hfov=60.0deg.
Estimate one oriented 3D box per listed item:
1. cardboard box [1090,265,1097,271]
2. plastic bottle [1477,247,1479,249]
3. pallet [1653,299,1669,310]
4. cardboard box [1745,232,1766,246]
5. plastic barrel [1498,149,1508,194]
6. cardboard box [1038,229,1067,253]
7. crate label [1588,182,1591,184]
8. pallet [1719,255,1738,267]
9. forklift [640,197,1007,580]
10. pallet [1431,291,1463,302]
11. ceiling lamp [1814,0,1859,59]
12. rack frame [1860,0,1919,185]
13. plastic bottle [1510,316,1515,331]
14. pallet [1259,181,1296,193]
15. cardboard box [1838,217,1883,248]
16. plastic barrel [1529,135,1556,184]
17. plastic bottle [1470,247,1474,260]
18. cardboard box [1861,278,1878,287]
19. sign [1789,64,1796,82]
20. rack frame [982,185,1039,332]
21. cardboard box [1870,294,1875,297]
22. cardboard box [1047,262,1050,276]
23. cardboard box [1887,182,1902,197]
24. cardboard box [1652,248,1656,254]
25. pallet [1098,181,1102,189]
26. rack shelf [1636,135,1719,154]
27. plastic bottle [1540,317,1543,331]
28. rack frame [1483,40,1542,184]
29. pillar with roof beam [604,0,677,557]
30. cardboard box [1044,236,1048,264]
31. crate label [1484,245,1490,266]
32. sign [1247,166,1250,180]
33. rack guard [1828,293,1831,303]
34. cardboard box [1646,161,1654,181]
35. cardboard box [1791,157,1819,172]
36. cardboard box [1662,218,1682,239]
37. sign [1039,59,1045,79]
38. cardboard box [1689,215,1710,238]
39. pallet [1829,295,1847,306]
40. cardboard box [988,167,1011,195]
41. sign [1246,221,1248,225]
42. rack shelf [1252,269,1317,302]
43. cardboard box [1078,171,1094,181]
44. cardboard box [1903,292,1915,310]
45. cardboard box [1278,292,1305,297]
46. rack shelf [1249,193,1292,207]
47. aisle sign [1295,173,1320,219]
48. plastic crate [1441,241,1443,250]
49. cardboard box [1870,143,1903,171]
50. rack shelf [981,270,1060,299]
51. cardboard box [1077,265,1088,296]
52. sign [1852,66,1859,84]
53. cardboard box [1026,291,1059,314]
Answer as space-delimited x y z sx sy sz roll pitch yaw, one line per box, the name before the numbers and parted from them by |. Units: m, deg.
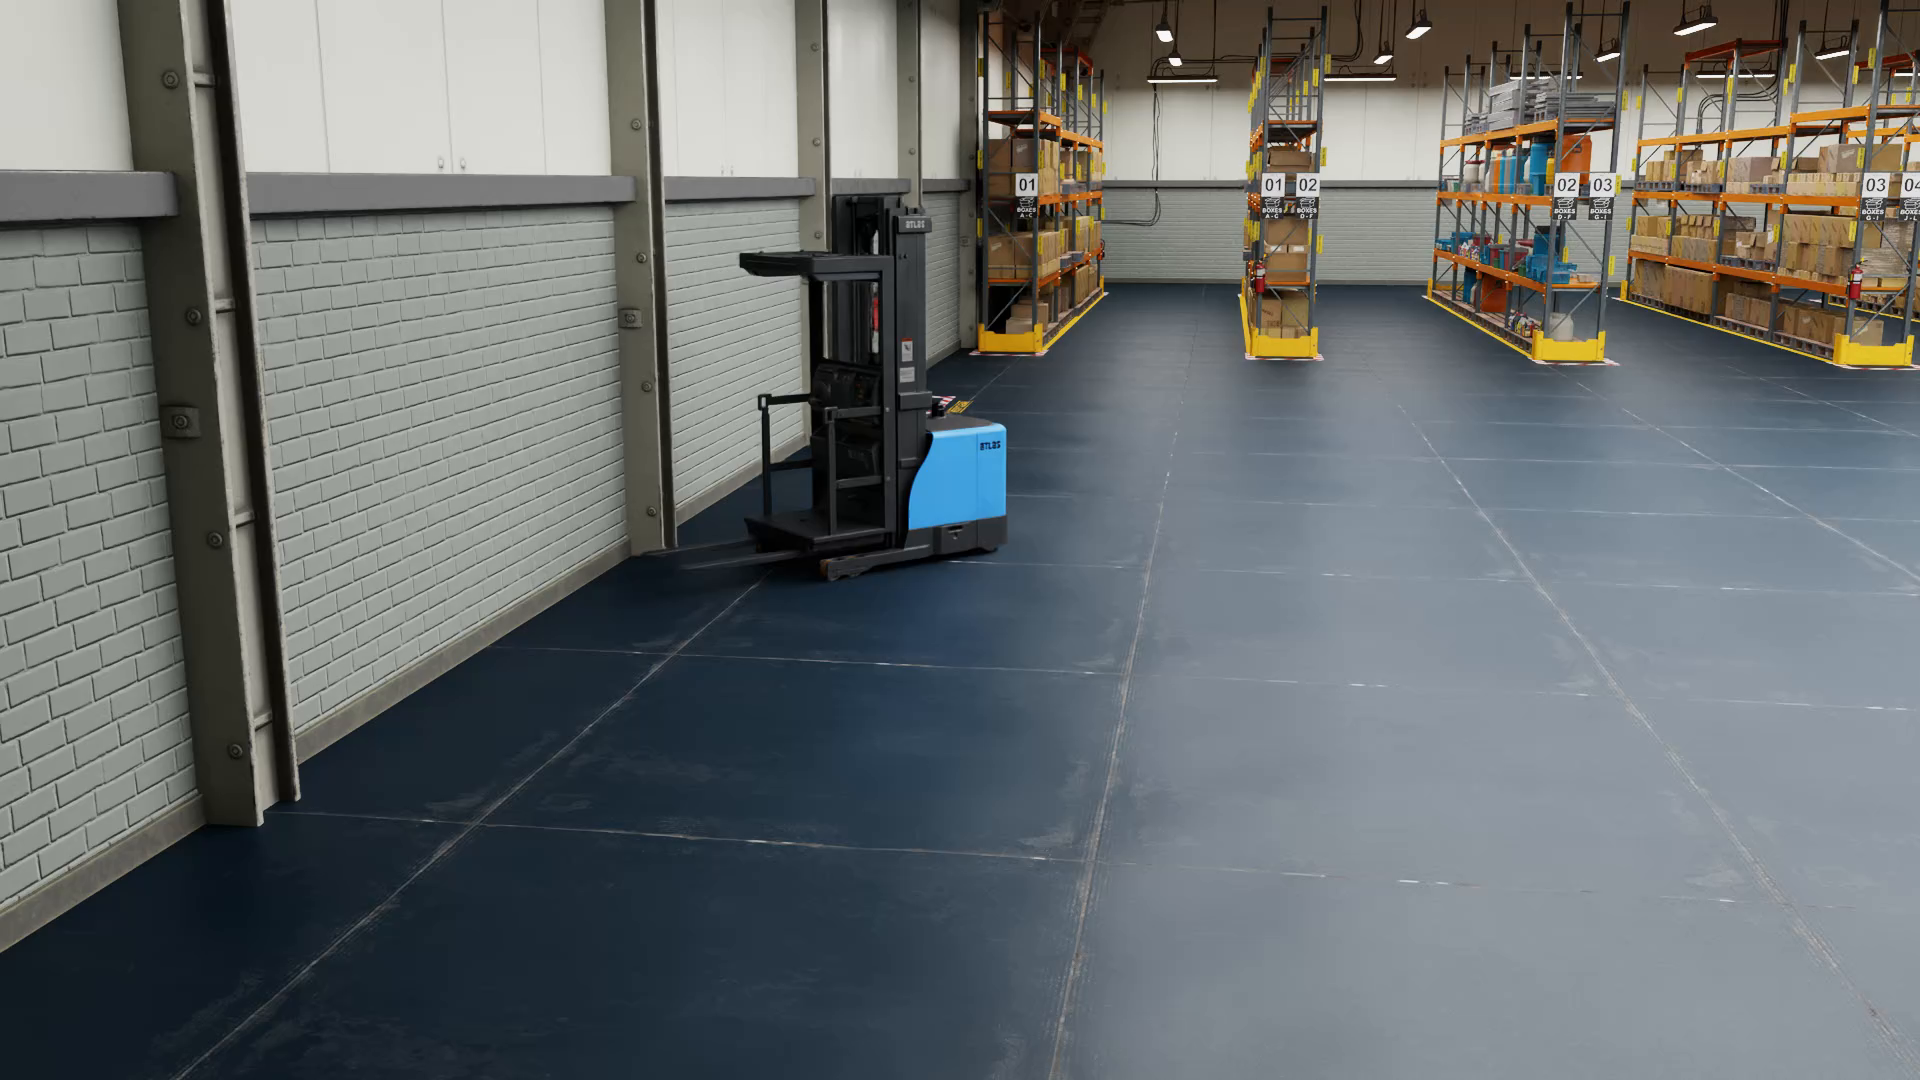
cardboard box | 3.489 -7.343 44.842 0.380 0.149 0.250 2 12 10
plastic bottle | 11.922 -6.604 38.292 0.061 0.283 0.133 2 12 9
pallet | 17.639 -5.756 40.700 1.003 0.211 1.213 2 12 9
cardboard box | 16.799 -6.151 34.683 0.700 0.500 0.500 4 13 17
plastic barrel | 11.385 -7.555 34.119 0.600 0.901 0.708 2 12 9
cardboard box | 2.024 -6.661 36.998 0.700 0.500 0.500 1 12 3
crate label | 11.319 -6.398 30.295 0.502 0.251 0.408 2 12 9
pallet | 16.825 -5.885 35.136 1.213 0.211 1.003 2 12 9
forklift | -1.083 -1.241 13.295 3.031 2.935 1.130 -9 15 -36
pallet | 13.000 -6.423 43.795 1.003 0.211 1.213 2 12 9
ceiling lamp | 20.039 -12.486 37.216 0.800 3.185 2.000 2 12 9
rack frame | 15.599 -7.398 27.460 1.000 3.000 0.127 2 12 9
plastic bottle | 10.815 -4.222 32.383 0.152 0.276 0.135 2 12 11
pallet | 6.130 -6.611 31.140 1.003 0.211 1.213 2 12 9
cardboard box | 15.439 -5.271 28.514 0.500 0.500 0.500 2 12 9
plastic barrel | 11.061 -7.171 31.342 0.600 0.901 0.708 2 12 9
plastic bottle | 11.752 -6.570 38.136 0.061 0.283 0.133 2 12 9
cardboard box | 15.439 -4.408 28.425 0.380 0.149 0.250 2 12 9
sign | 15.665 -8.781 31.287 0.100 0.325 0.005 2 12 9
rack frame | 0.916 -4.947 30.326 1.000 3.000 0.127 2 12 9
cardboard box | 22.117 -5.927 39.942 0.380 0.149 0.250 1 12 7
cardboard box | 1.454 -5.189 31.759 0.500 0.250 0.500 2 12 8
cardboard box | 15.928 -5.950 28.219 0.500 0.250 0.500 2 12 10
cardboard box | 17.325 -7.129 41.048 0.380 0.149 0.250 2 12 10
pallet | 3.273 -9.546 44.756 1.003 0.211 1.213 2 12 9
rack shelf | 17.752 -9.765 41.101 1.077 0.370 4.000 2 12 9
plastic bottle | 11.363 -4.240 32.290 0.144 0.351 0.185 2 12 9
rack frame | 11.935 -9.224 35.932 1.000 3.000 0.127 2 12 9
pillar with roof beam | 1.654 -4.167 12.467 9.100 9.000 0.400 2 12 9
cardboard box | 1.372 -5.442 31.153 0.500 0.500 0.500 2 12 9
crate label | 11.515 -6.110 35.642 0.502 0.435 0.616 2 12 9
sign | 7.119 -9.020 40.880 0.100 0.325 0.005 2 12 9
rack guard | 22.933 -6.376 42.894 1.175 0.500 0.348 2 12 9
cardboard box | 17.827 -9.342 42.130 0.700 0.500 0.500 1 12 7
cardboard box | 16.384 -7.115 32.024 0.797 0.503 0.637 1 12 6
cardboard box | 17.251 -7.506 40.073 0.500 0.500 0.500 2 12 10
sign | 1.452 -8.357 29.506 0.100 0.325 0.005 2 12 9
cardboard box | 17.237 -7.227 38.288 0.797 0.503 0.637 2 12 9
pallet | 22.773 -6.067 42.145 1.003 0.211 1.213 2 12 9
cardboard box | 0.730 -6.567 30.439 0.500 0.500 0.500 3 12 13
sign | 7.119 -7.724 41.159 0.100 0.325 0.005 2 12 9
rack shelf | 6.118 -4.852 31.593 1.077 0.370 4.000 2 12 9
cardboard box | 3.128 -9.227 42.190 0.500 0.250 0.500 2 12 8
cardboard box | 21.874 -5.509 37.874 0.500 0.500 0.500 2 12 11
cardboard box | 6.409 -4.536 32.170 0.500 0.500 0.500 2 12 9
rack shelf | 7.349 -7.983 39.004 1.077 0.370 4.000 2 12 9
aisle sign | 6.103 -6.034 29.202 0.394 0.787 0.004 2 12 9
plastic crate | 12.600 -7.589 42.842 0.416 0.233 0.300 2 12 9
cardboard box | 16.094 -6.670 29.075 0.500 0.500 0.500 2 12 8
rack shelf | 1.223 -5.011 32.334 1.077 0.370 4.000 2 12 9
cardboard box | 2.790 -6.460 41.452 0.750 0.750 0.750 2 12 9
sign | 16.747 -8.704 31.118 0.100 0.325 0.005 2 12 9
cardboard box | 1.776 -5.140 36.114 0.700 0.500 0.500 2 12 9
